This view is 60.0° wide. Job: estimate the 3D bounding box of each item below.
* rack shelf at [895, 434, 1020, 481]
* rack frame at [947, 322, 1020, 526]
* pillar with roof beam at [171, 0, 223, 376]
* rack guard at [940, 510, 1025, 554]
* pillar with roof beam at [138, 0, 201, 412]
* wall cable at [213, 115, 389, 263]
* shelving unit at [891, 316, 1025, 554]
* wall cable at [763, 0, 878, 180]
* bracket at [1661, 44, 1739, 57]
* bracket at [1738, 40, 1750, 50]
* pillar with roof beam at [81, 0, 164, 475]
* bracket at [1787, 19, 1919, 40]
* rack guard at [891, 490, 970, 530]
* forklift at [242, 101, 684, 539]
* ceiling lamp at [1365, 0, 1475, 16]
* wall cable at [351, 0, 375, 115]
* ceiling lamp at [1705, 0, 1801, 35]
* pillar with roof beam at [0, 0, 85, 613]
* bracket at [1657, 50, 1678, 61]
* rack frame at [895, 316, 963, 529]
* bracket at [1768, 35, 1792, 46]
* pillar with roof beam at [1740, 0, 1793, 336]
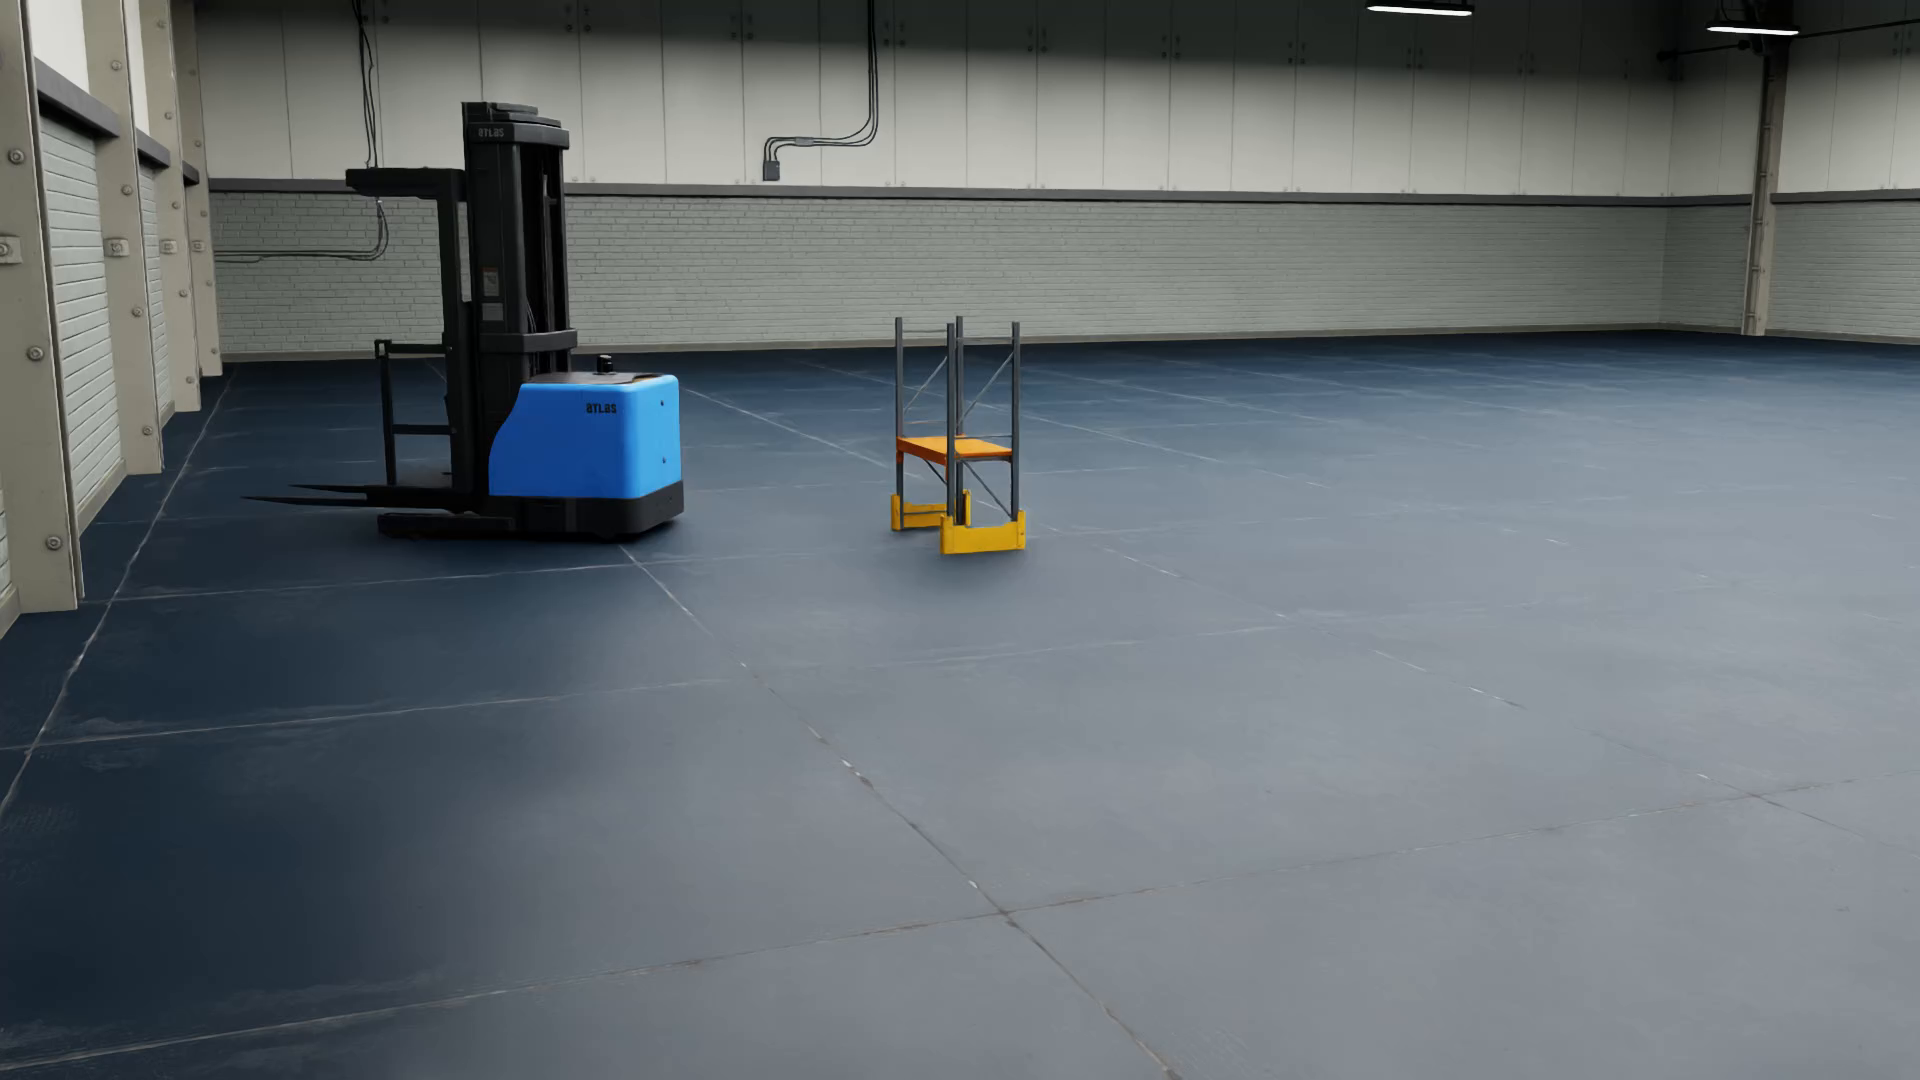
[{"bbox_3d":[-0.031,-0.575,11.399,0.538,0.185,1.000,-4,11,-21],"label":"rack shelf"},{"bbox_3d":[0.153,-0.669,10.901,0.500,1.500,0.032,-4,11,-21],"label":"rack frame"},{"bbox_3d":[-7.640,-7.277,26.637,9.100,9.000,0.548,-4,11,-21],"label":"pillar with roof beam"},{"bbox_3d":[0.153,-0.054,11.011,0.587,0.250,0.087,-4,11,-21],"label":"rack guard"},{"bbox_3d":[-5.466,-6.298,21.131,9.100,9.000,0.400,-4,11,-21],"label":"pillar with roof beam"},{"bbox_3d":[-11.488,-6.040,28.548,3.097,2.526,0.112,-4,11,-21],"label":"wall cable"},{"bbox_3d":[-0.028,-0.751,11.359,0.587,1.500,1.083,-4,11,-21],"label":"shelving unit"},{"bbox_3d":[-2.634,-9.843,31.351,2.305,6.003,0.169,-4,11,-21],"label":"wall cable"},{"bbox_3d":[16.580,-11.111,37.911,0.076,0.066,3.189,-4,11,-21],"label":"bracket"},{"bbox_3d":[17.225,-10.821,36.278,0.235,0.232,0.430,-4,11,-21],"label":"bracket"},{"bbox_3d":[-3.292,-5.319,15.625,9.100,9.000,0.400,-4,11,-21],"label":"pillar with roof beam"},{"bbox_3d":[18.460,-10.265,33.152,0.076,0.066,4.783,-4,11,-21],"label":"bracket"},{"bbox_3d":[-0.208,-0.217,11.925,0.587,0.250,0.087,-4,11,-21],"label":"rack guard"},{"bbox_3d":[-3.584,-1.545,11.736,3.031,2.935,1.130,2,10,9],"label":"forklift"},{"bbox_3d":[7.642,-10.466,27.894,2.000,3.185,0.800,-4,11,-21],"label":"ceiling lamp"},{"bbox_3d":[-8.966,-8.698,29.071,3.097,2.526,0.112,-4,11,-21],"label":"wall cable"},{"bbox_3d":[14.483,-10.932,30.513,2.000,3.185,0.800,-4,11,-21],"label":"ceiling lamp"},{"bbox_3d":[-1.117,-4.339,10.120,9.100,9.000,0.400,-4,11,-21],"label":"pillar with roof beam"},{"bbox_3d":[16.366,-11.207,38.453,0.235,0.232,0.430,-4,11,-21],"label":"bracket"},{"bbox_3d":[-0.215,-0.835,11.834,0.500,1.500,0.032,-4,11,-21],"label":"rack frame"},{"bbox_3d":[17.526,-10.685,35.517,0.235,0.232,0.430,-4,11,-21],"label":"bracket"},{"bbox_3d":[13.694,-8.730,34.803,9.100,9.000,0.548,-4,11,-21],"label":"pillar with roof beam"}]
